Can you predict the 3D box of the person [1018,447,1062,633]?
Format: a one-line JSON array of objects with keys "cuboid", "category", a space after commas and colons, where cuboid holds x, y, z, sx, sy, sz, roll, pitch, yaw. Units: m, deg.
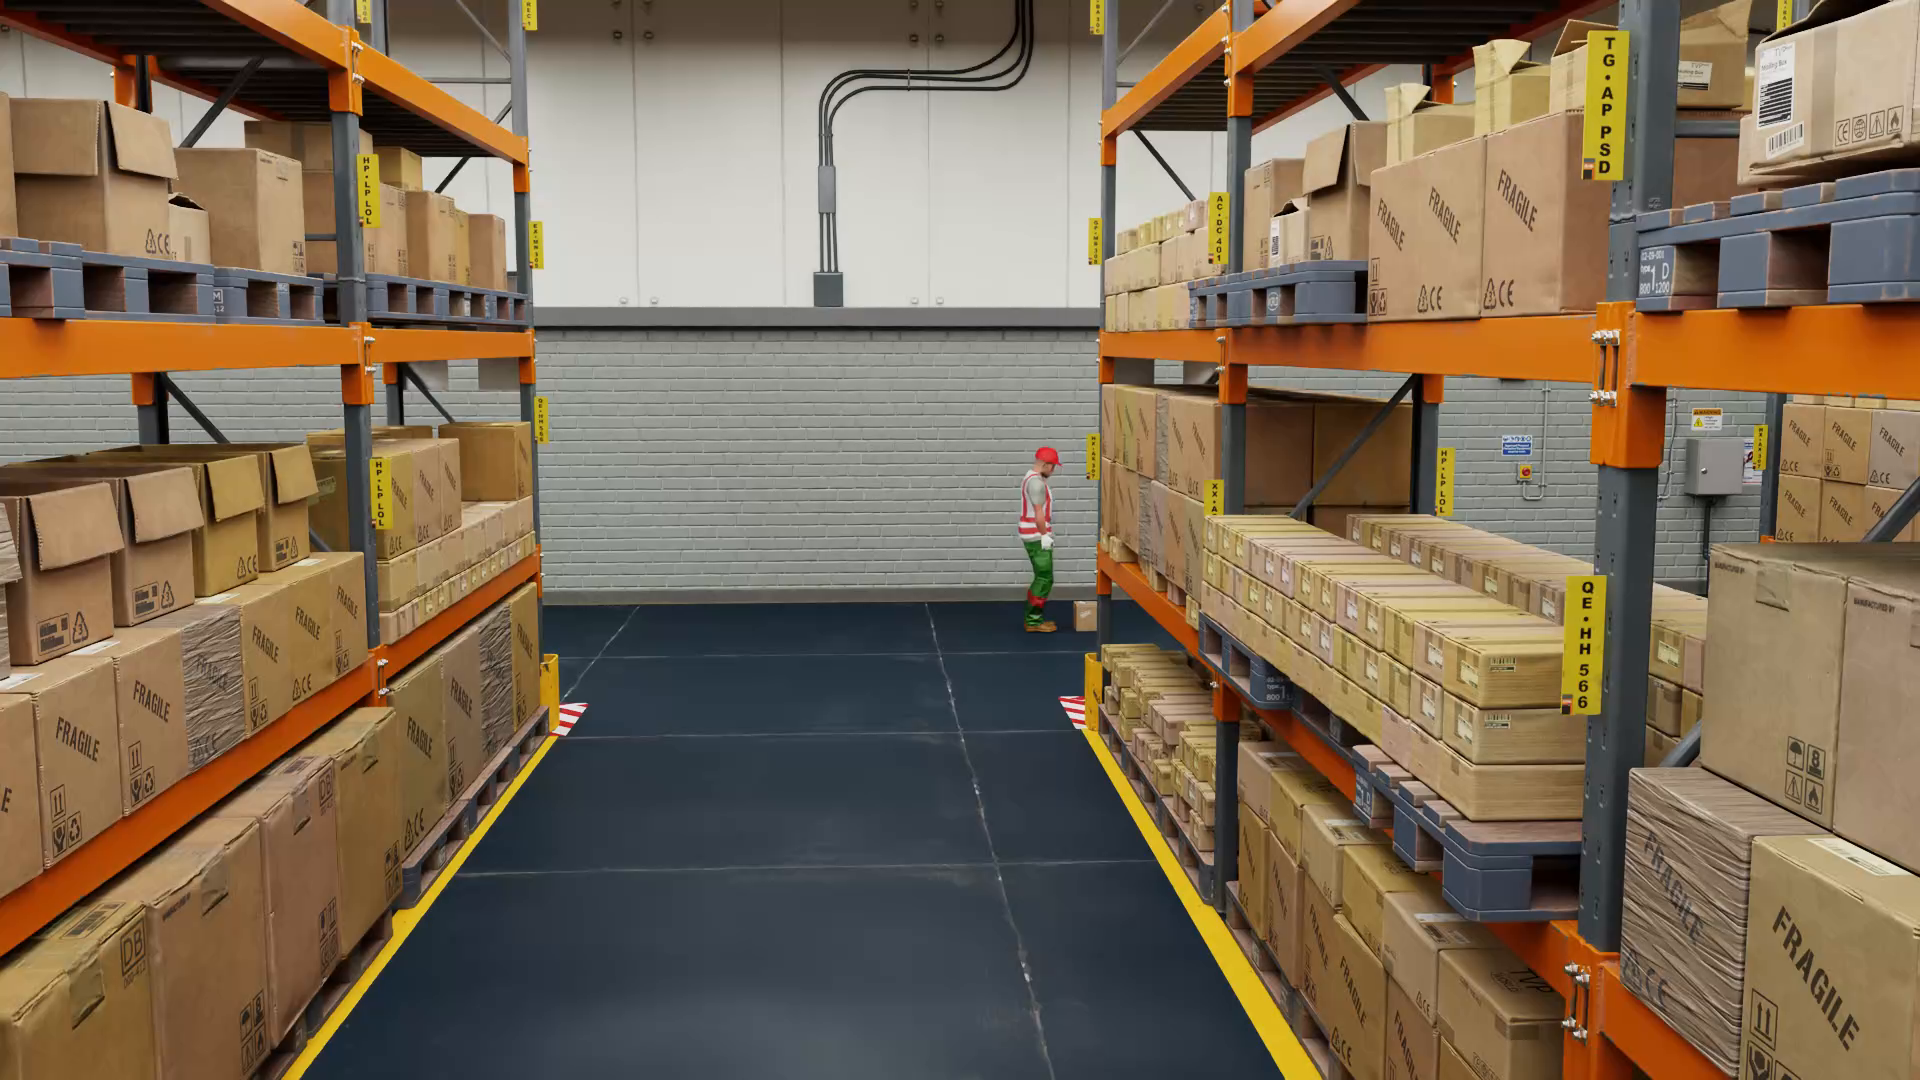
[{"cuboid": [0.766, -0.013, 15.883, 0.414, 1.757, 0.536, 0, 7, -2], "category": "person"}]
